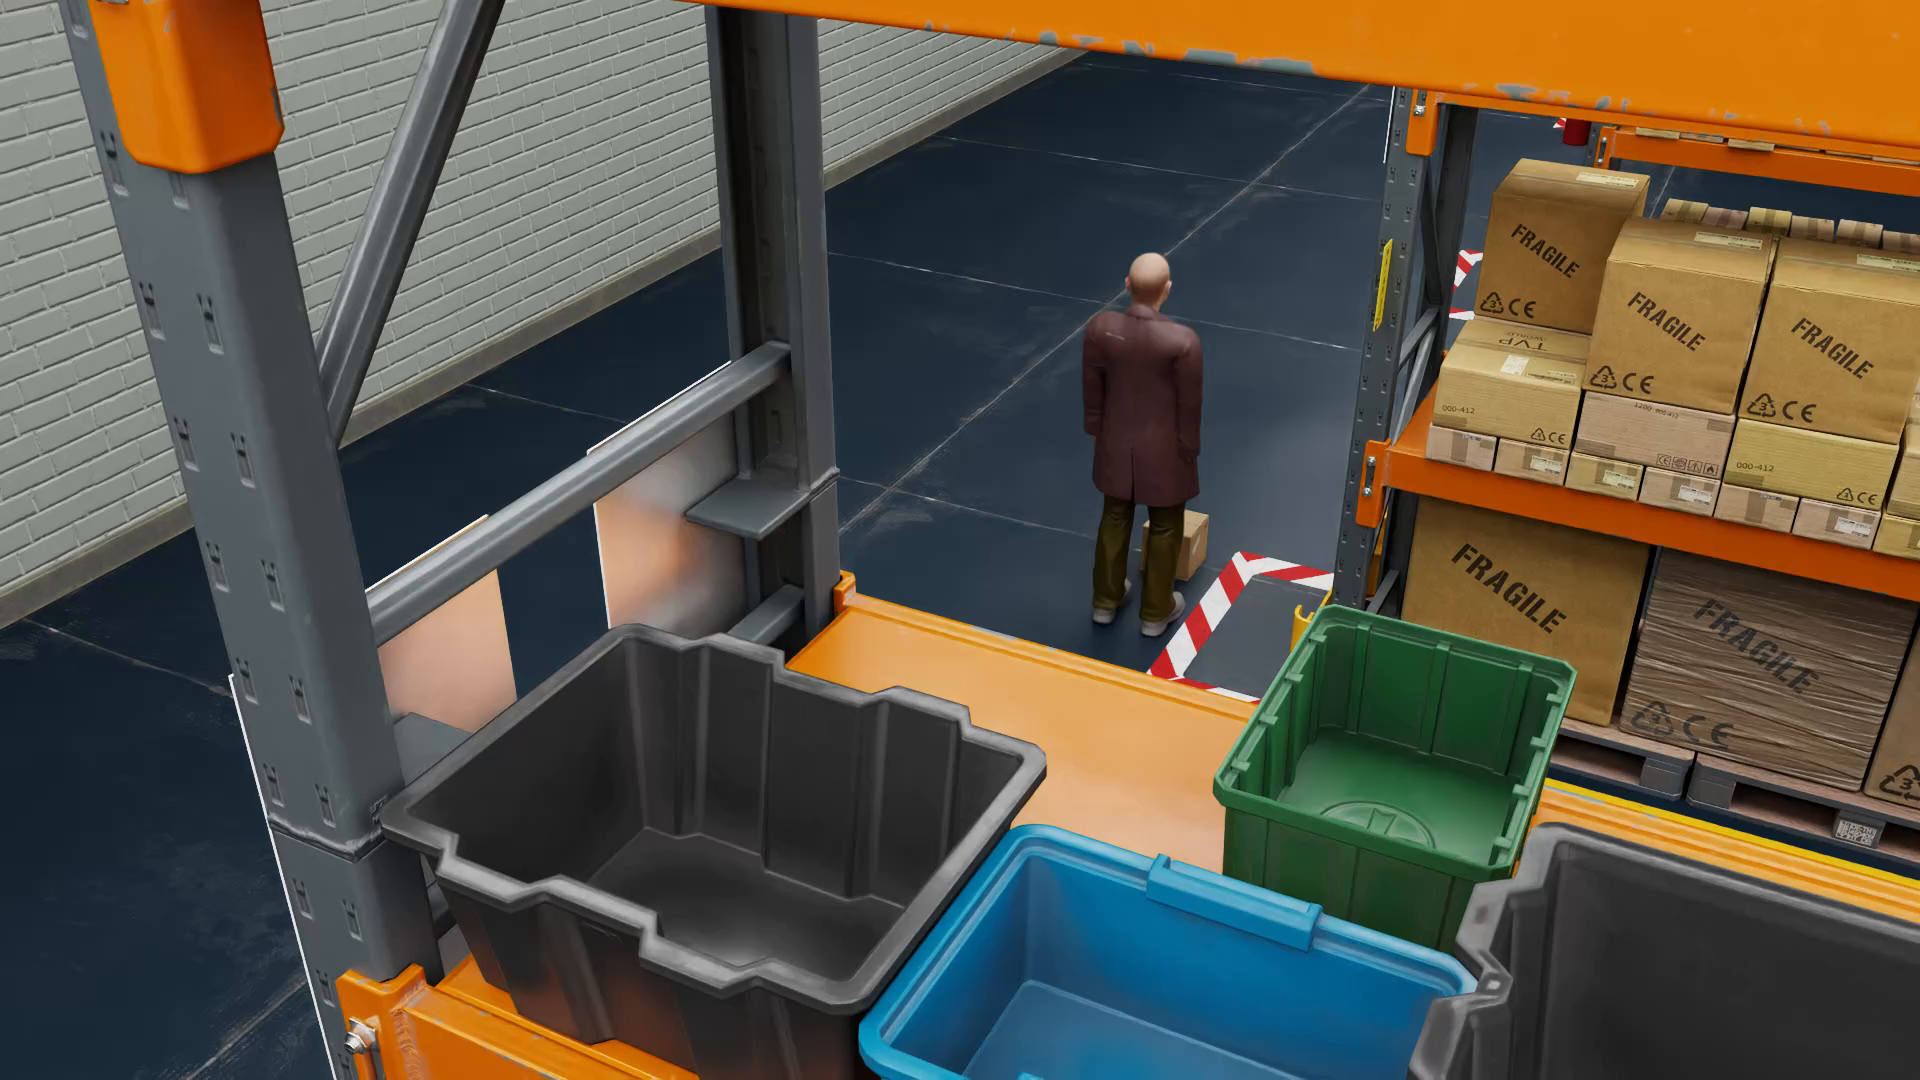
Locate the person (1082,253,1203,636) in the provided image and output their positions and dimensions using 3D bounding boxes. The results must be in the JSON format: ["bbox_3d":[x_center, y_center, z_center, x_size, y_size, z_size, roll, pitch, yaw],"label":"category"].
[{"bbox_3d":[0.810,-0.431,7.409,0.562,1.773,0.379,15,33,24],"label":"person"}]
